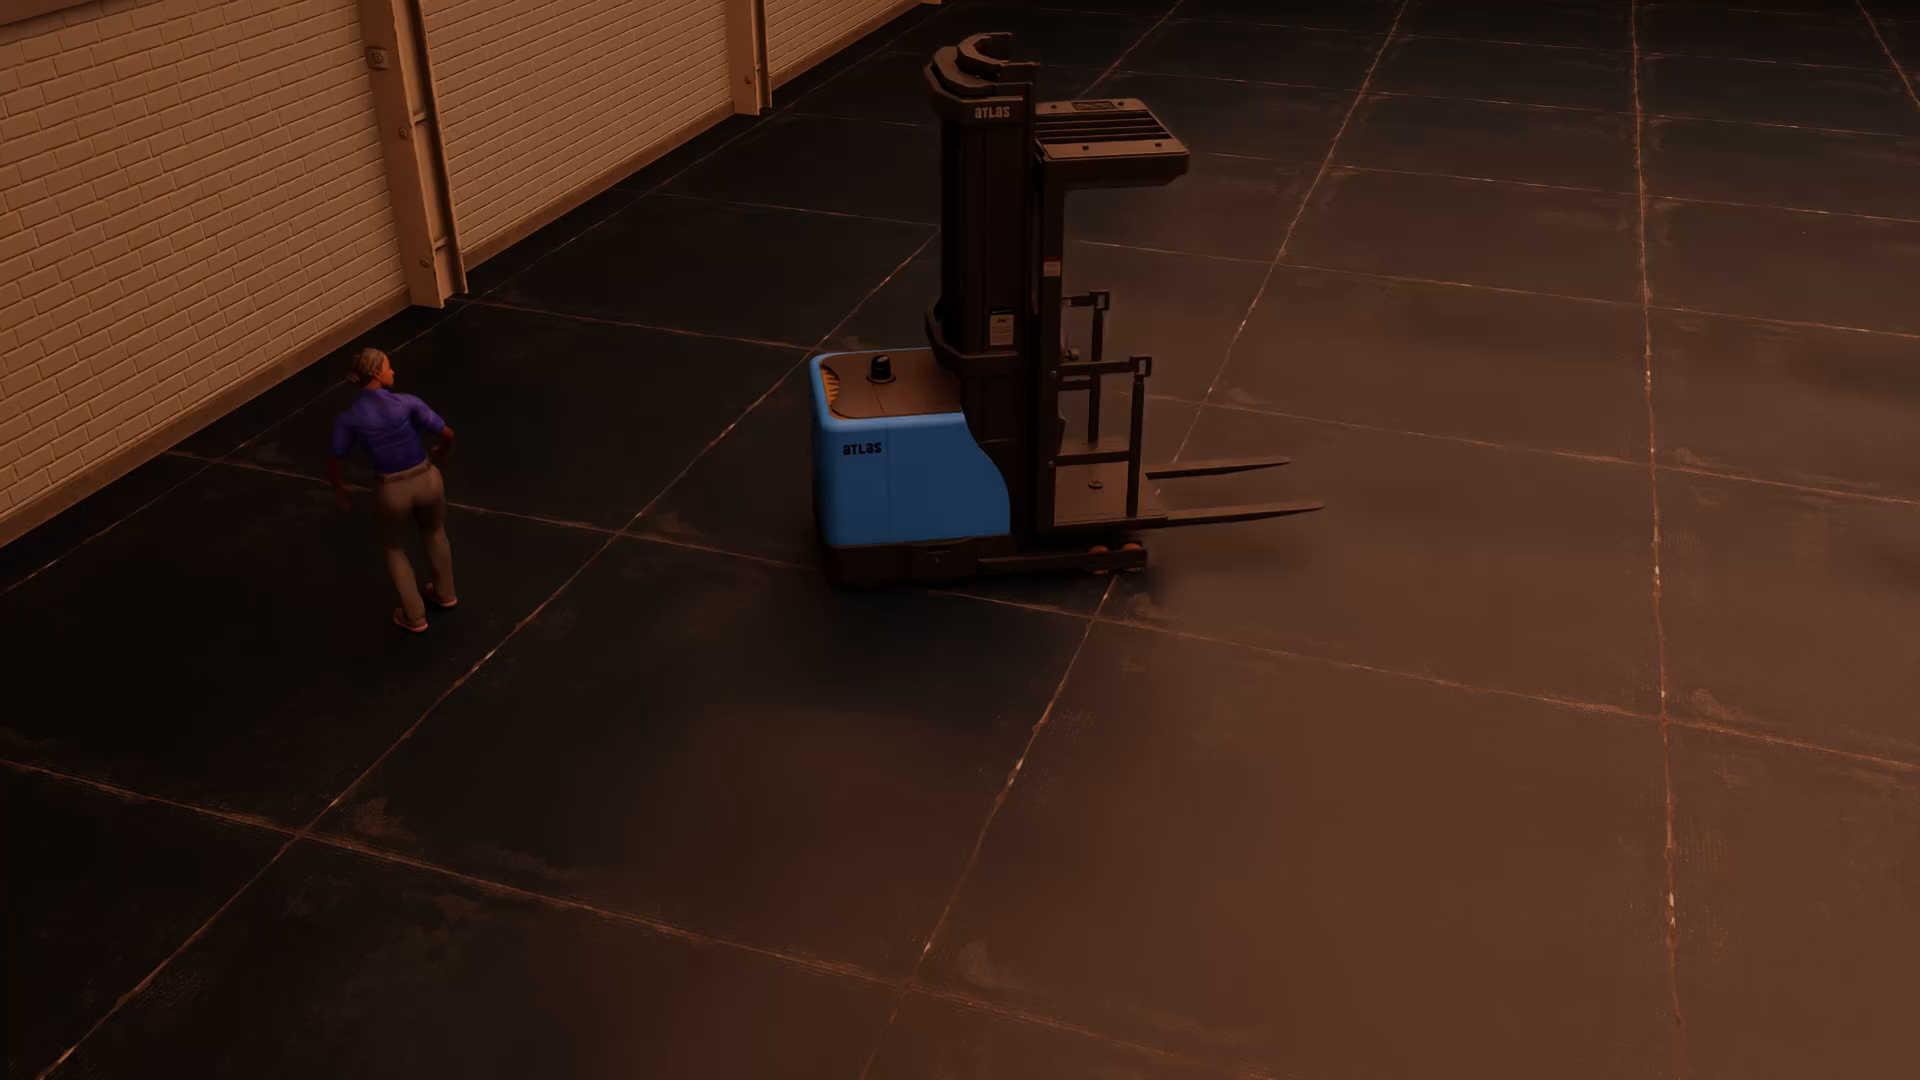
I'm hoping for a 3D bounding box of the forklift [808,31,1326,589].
[{"bbox_3d":[0.652,-1.325,9.460,3.031,2.935,1.130,-5,30,-8],"label":"forklift"}]

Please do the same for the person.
[{"bbox_3d":[-3.047,-0.284,8.977,0.655,1.621,0.463,-15,33,-24],"label":"person"}]
